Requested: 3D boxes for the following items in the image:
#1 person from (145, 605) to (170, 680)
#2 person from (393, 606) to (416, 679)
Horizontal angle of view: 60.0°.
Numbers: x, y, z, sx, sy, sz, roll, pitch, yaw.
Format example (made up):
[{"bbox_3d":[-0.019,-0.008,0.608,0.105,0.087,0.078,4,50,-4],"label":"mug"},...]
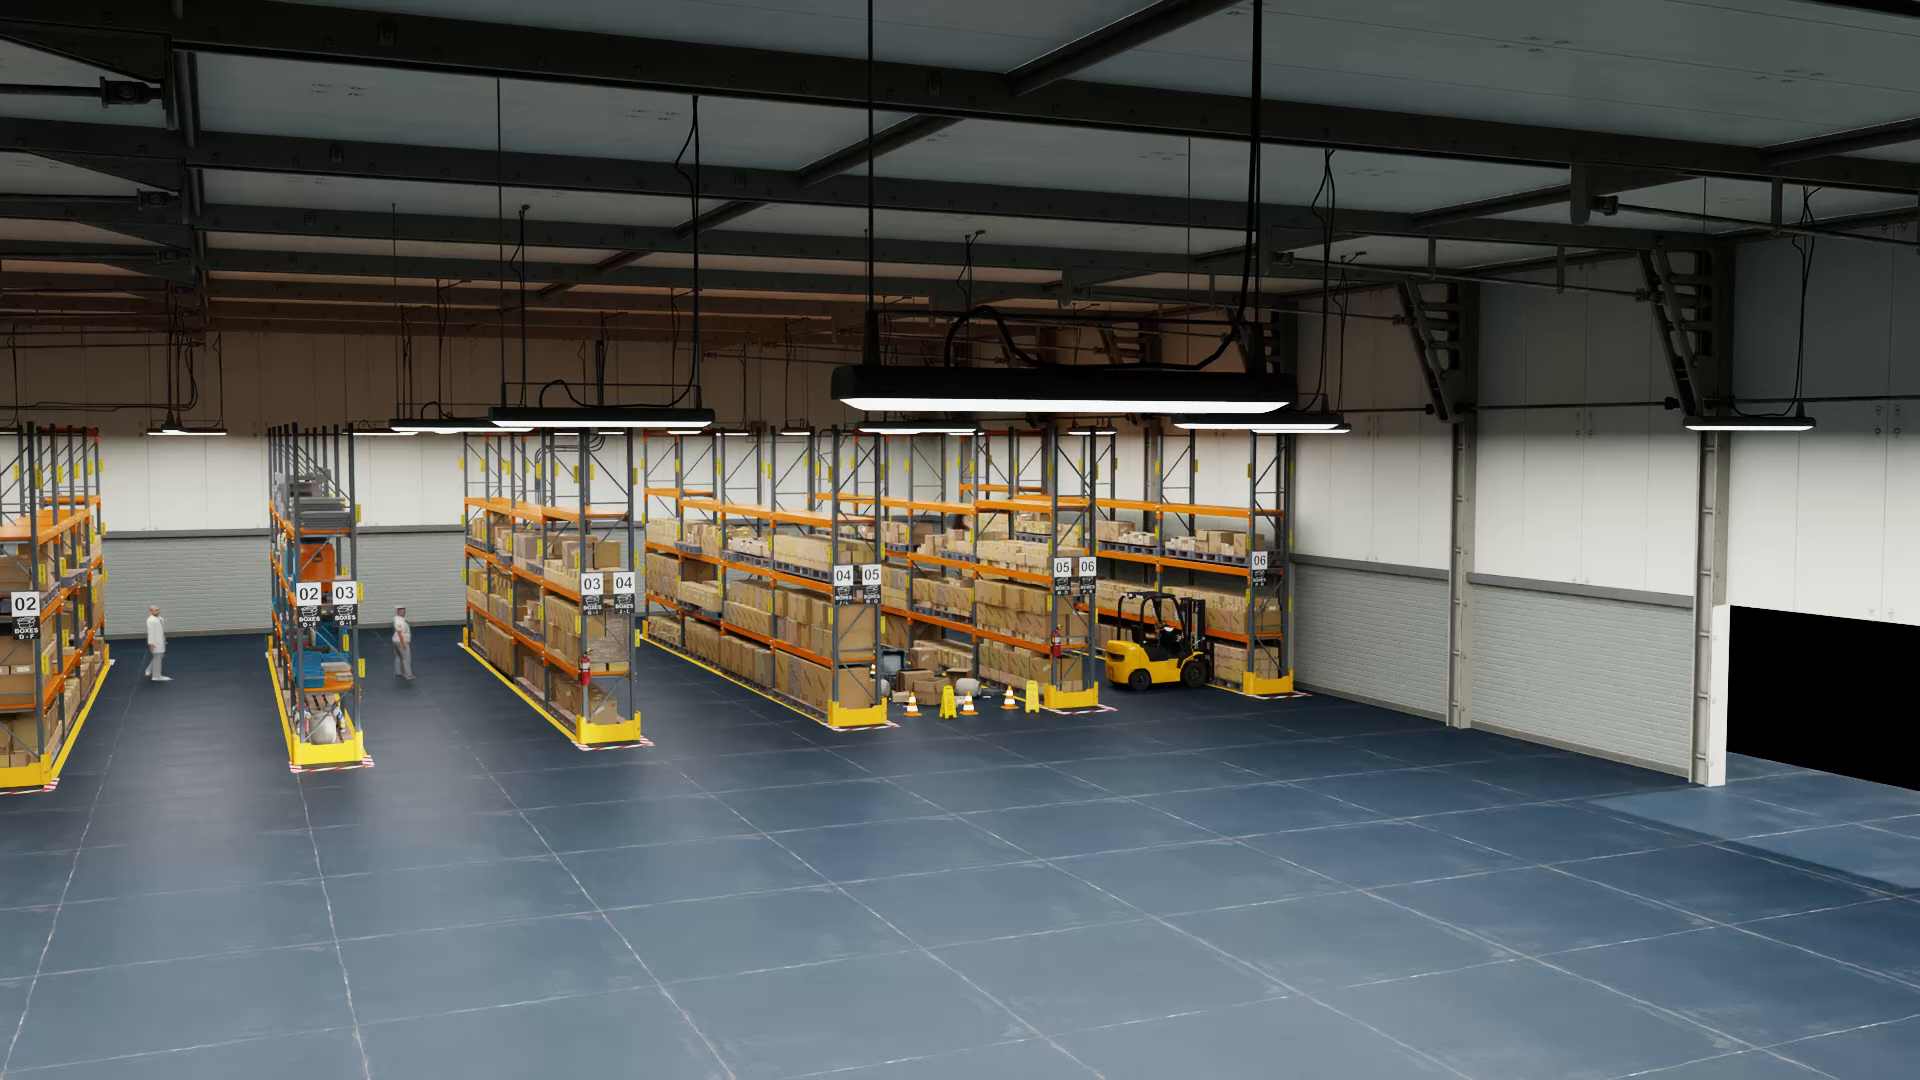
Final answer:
[{"bbox_3d":[-18.972,2.448,39.248,0.524,1.747,0.592,-2,4,-27],"label":"person"},{"bbox_3d":[-13.190,2.434,39.454,0.479,1.741,0.615,-2,4,-34],"label":"person"}]
